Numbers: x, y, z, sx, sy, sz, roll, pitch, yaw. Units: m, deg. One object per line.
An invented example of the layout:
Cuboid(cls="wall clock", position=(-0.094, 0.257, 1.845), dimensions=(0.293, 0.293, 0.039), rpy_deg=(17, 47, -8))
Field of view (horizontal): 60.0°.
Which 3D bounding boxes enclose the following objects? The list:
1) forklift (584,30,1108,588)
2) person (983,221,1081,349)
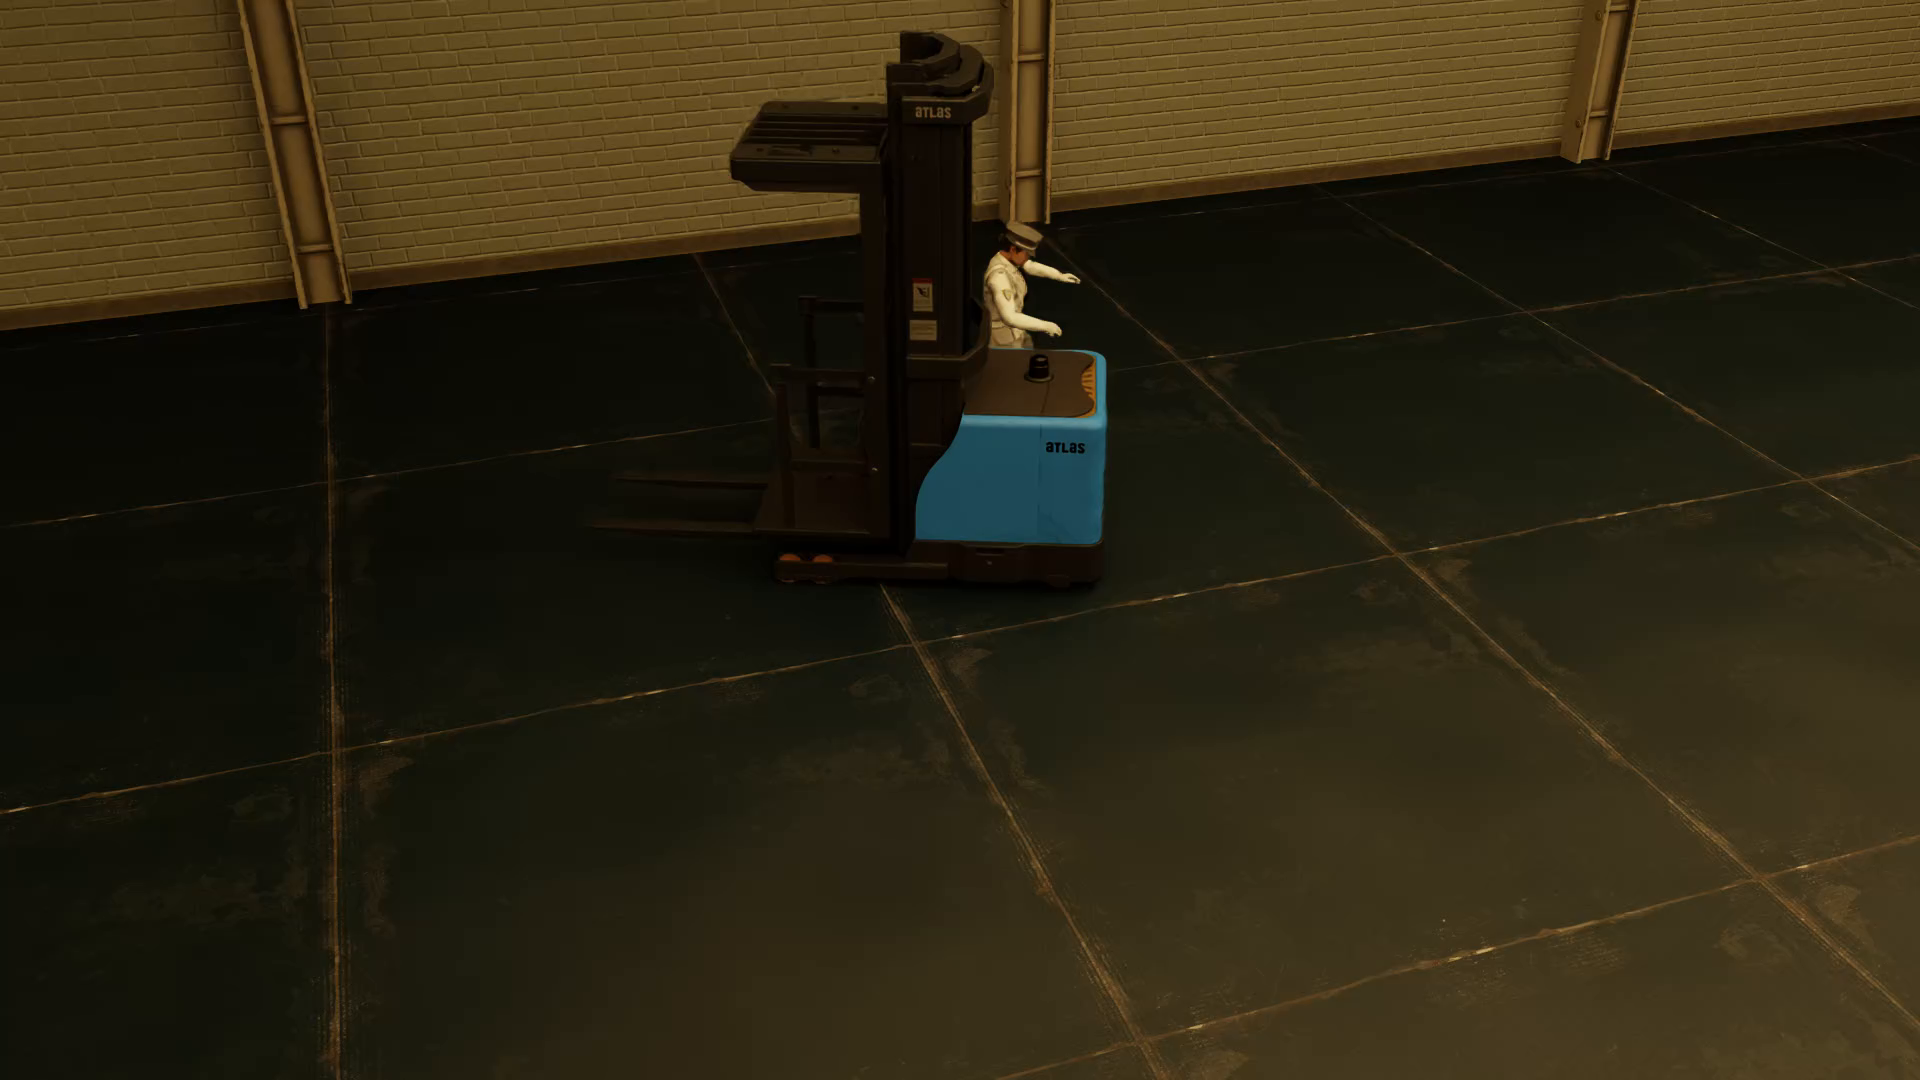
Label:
Cuboid(cls="forklift", position=(-0.669, -1.275, 9.303), dimensions=(3.031, 2.935, 1.130), rpy_deg=(2, 30, 3))
Cuboid(cls="person", position=(0.453, -1.385, 10.958), dimensions=(0.790, 1.467, 1.229), rpy_deg=(4, 30, 7))
